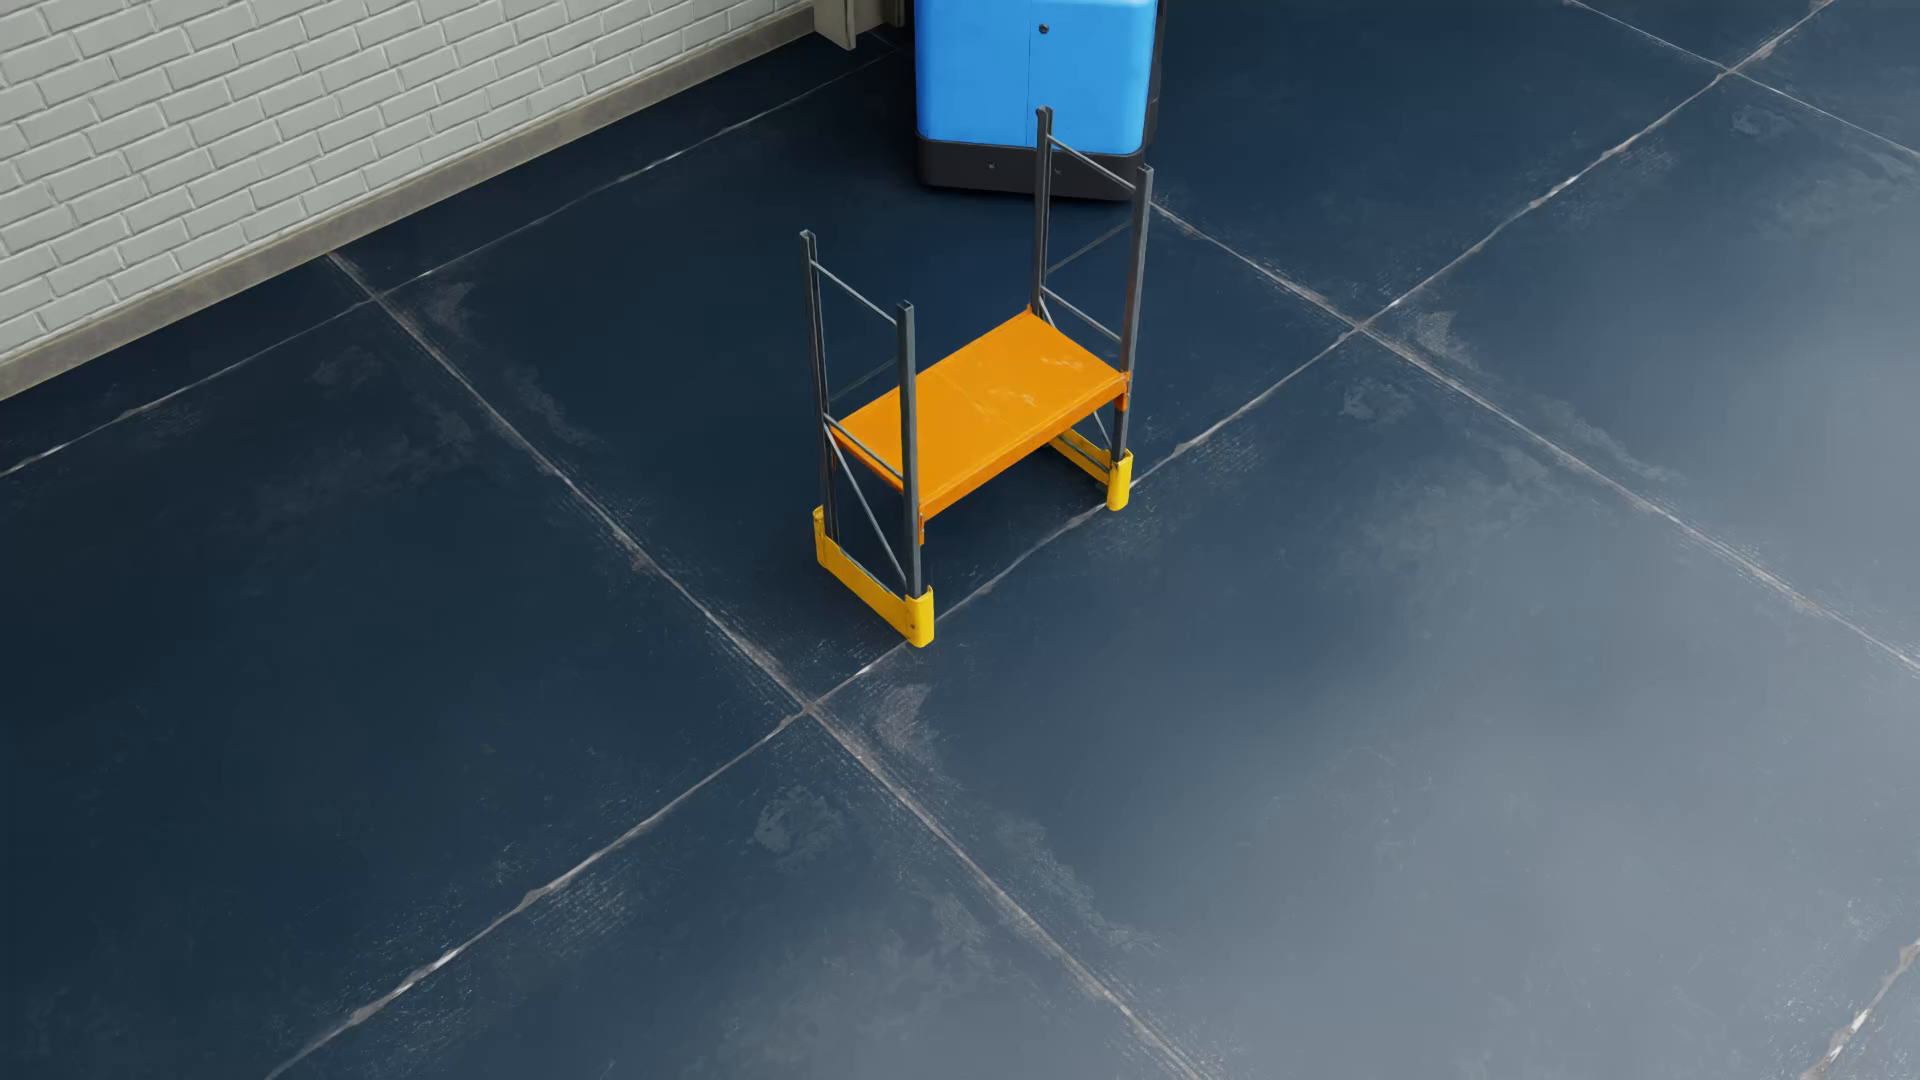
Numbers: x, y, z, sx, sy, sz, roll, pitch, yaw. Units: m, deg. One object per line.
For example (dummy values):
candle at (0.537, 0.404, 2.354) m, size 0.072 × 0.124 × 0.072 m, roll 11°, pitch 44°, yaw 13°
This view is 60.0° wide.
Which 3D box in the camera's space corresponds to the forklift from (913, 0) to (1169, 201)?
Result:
forklift at (0.507, -3.636, 7.611) m, size 1.130 × 2.935 × 3.031 m, roll 6°, pitch 48°, yaw 5°

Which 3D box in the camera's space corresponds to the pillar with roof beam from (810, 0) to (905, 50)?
pillar with roof beam at (2.363, -3.415, 3.278) m, size 0.400 × 9.000 × 9.100 m, roll -34°, pitch 56°, yaw -27°

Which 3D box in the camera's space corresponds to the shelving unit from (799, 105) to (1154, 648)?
shelving unit at (0.056, -0.546, 5.734) m, size 1.083 × 1.500 × 0.587 m, roll -34°, pitch 56°, yaw -27°

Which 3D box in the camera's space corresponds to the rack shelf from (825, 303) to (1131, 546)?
rack shelf at (0.063, -0.429, 5.870) m, size 1.000 × 0.185 × 0.538 m, roll -34°, pitch 56°, yaw -27°

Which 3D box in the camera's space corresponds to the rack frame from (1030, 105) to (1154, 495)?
rack frame at (0.439, -0.802, 5.970) m, size 0.032 × 1.500 × 0.500 m, roll -34°, pitch 56°, yaw -27°

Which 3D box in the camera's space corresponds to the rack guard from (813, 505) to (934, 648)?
rack guard at (-0.312, 0.124, 5.966) m, size 0.087 × 0.250 × 0.587 m, roll -34°, pitch 56°, yaw -27°

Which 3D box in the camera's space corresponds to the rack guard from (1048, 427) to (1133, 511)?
rack guard at (0.425, -0.369, 6.420) m, size 0.087 × 0.250 × 0.587 m, roll -34°, pitch 56°, yaw -27°

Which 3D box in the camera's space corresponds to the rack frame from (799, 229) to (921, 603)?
rack frame at (-0.313, -0.299, 5.506) m, size 0.032 × 1.500 × 0.500 m, roll -34°, pitch 56°, yaw -27°
